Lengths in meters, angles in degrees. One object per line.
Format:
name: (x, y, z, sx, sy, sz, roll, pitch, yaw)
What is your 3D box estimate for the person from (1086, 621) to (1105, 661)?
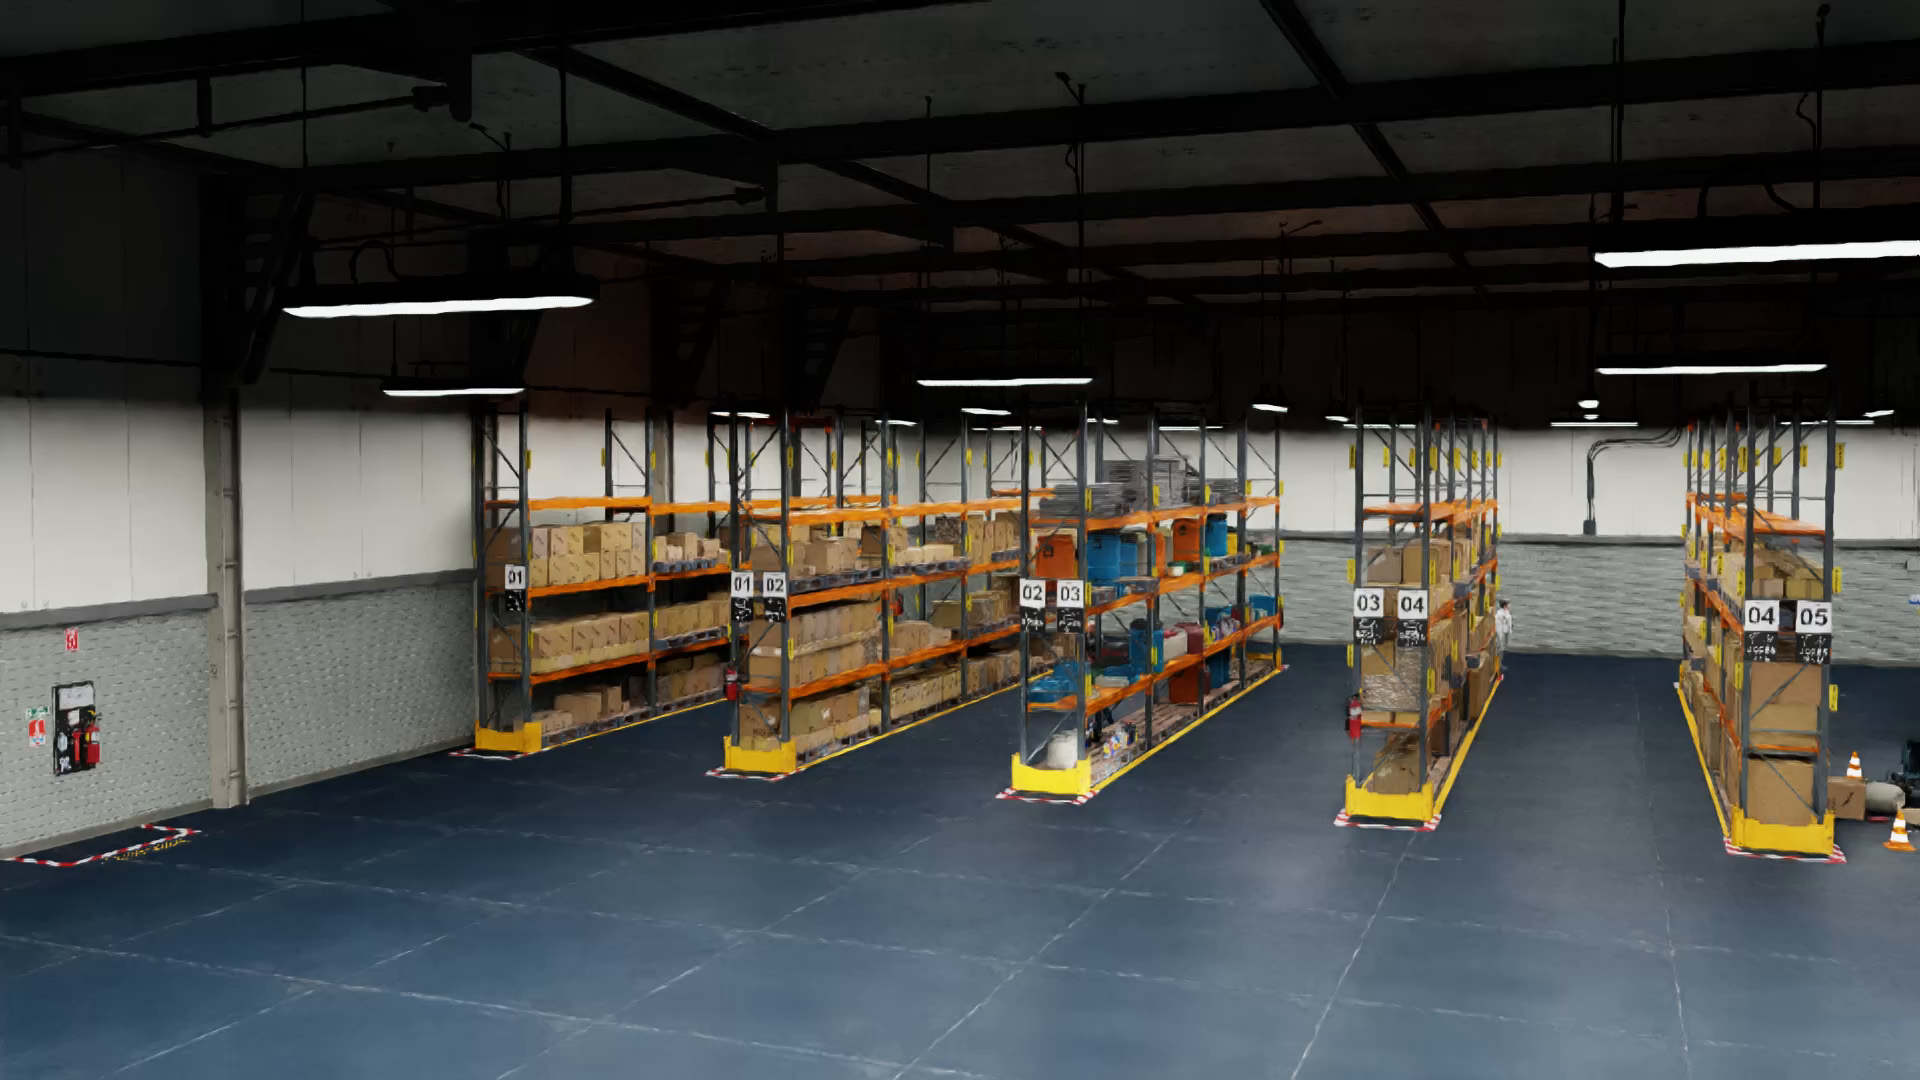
person: (2.725, 2.495, 34.385, 0.543, 1.648, 1.115, 1, 3, 23)

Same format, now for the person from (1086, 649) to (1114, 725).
person: (2.476, 2.750, 30.378, 0.458, 1.532, 0.877, 3, 4, 44)

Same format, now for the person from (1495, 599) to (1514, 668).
person: (12.911, 2.234, 39.740, 0.642, 1.649, 0.454, -2, 4, -39)
